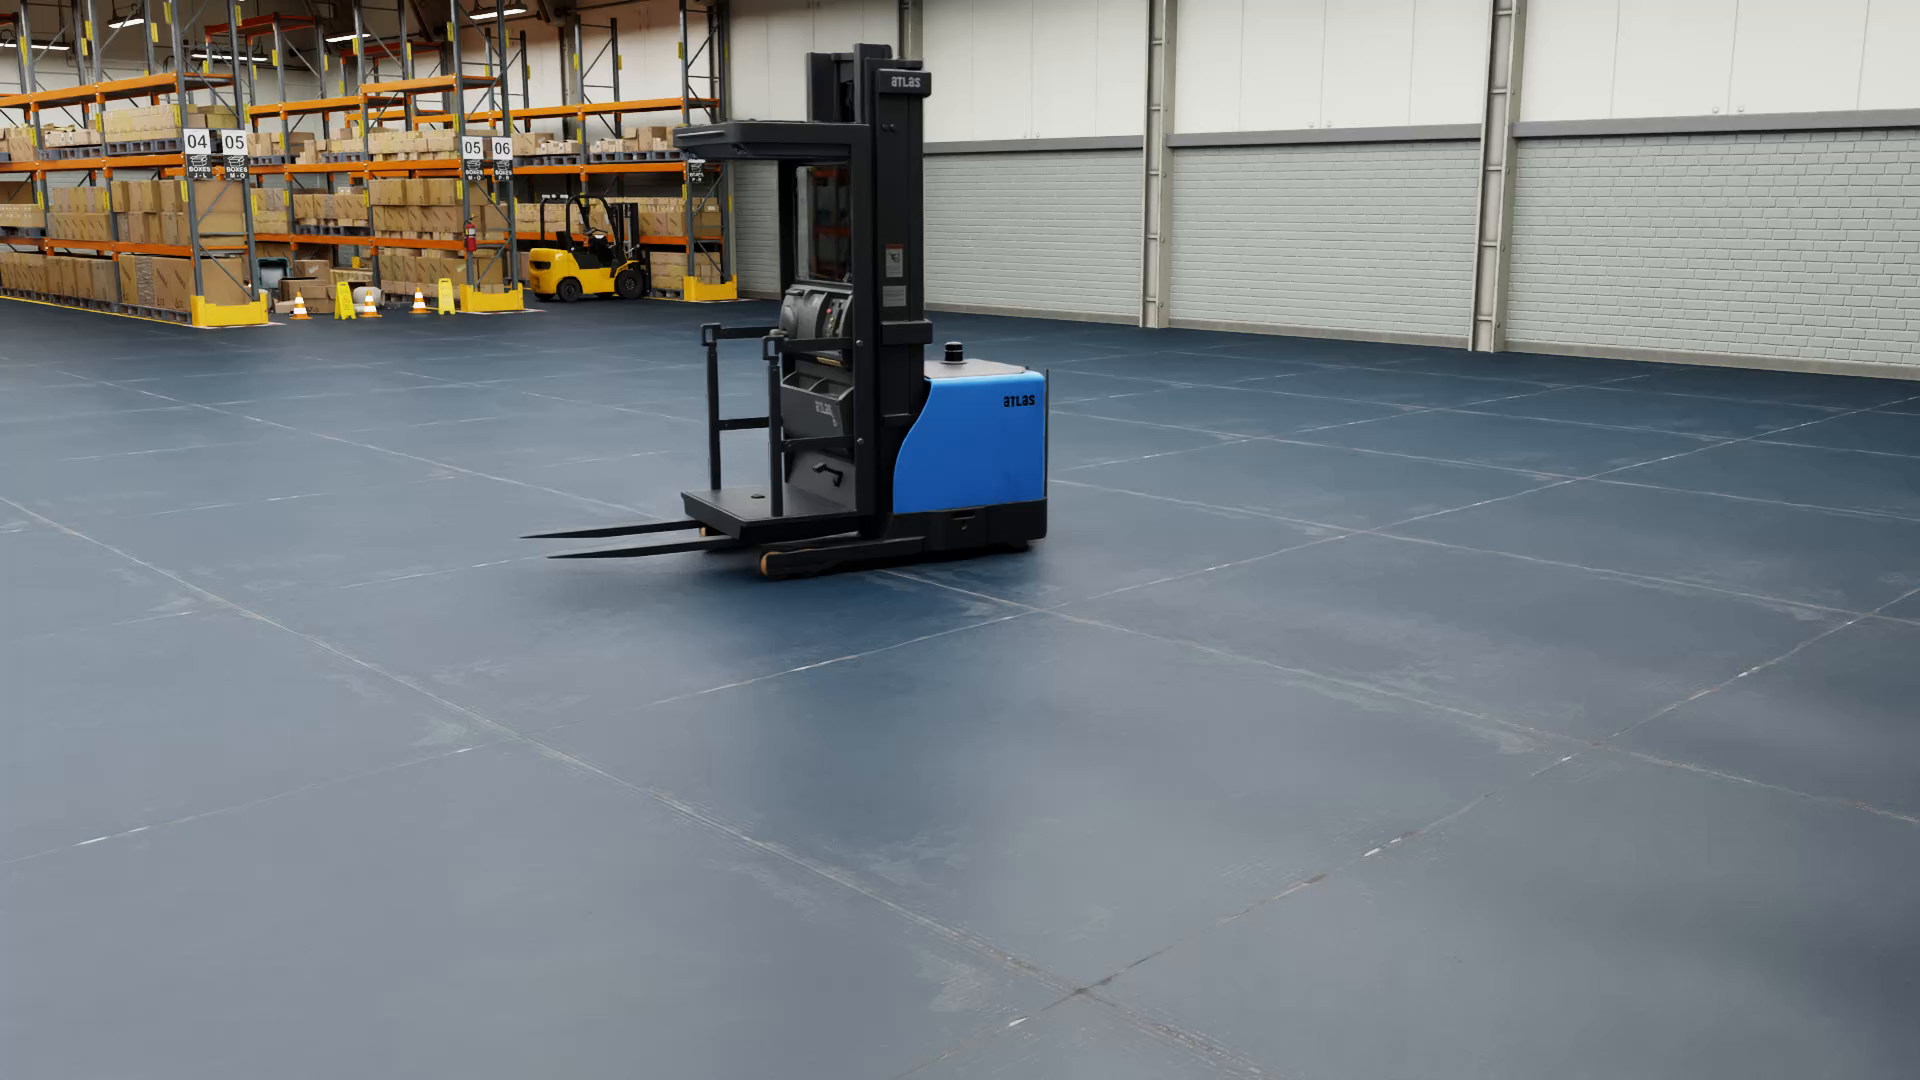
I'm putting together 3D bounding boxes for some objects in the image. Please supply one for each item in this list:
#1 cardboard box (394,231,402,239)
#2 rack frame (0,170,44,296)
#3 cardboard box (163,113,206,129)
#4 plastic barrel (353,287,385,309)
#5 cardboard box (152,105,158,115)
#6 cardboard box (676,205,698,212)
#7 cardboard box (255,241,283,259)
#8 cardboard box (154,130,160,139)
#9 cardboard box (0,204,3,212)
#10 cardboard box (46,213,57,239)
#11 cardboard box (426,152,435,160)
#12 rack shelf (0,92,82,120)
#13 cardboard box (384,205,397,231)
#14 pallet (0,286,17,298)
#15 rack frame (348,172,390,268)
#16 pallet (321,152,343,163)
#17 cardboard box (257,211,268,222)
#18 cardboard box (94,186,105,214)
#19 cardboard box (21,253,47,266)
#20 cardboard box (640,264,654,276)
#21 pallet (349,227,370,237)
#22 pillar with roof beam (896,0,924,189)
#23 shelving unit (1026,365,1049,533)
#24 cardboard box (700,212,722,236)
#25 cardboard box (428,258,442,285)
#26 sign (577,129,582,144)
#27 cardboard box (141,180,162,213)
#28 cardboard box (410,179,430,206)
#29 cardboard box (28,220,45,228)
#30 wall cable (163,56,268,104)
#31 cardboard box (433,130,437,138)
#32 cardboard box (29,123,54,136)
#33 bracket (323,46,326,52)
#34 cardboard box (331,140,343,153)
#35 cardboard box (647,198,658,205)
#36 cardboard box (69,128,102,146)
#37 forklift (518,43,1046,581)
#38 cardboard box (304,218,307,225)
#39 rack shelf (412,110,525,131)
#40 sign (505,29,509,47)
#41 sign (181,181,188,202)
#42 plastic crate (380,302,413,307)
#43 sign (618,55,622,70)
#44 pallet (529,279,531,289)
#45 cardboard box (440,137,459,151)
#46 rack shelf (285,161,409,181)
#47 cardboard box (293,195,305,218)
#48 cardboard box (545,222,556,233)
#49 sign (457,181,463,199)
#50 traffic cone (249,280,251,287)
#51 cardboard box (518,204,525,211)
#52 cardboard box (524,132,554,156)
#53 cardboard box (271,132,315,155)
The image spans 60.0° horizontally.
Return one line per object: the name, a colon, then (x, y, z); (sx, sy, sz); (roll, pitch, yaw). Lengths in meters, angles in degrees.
cardboard box: (-11.043, -6.088, 33.153); (0.380, 0.149, 0.250); (-10, 15, -41)
rack frame: (-20.627, -6.870, 36.325); (1.000, 3.000, 0.127); (-11, 16, -43)
cardboard box: (-12.880, -6.947, 27.612); (0.500, 0.250, 0.500); (-11, 16, -42)
plastic barrel: (-11.351, -4.652, 31.943); (0.512, 0.421, 0.421); (-1, 12, -4)
cardboard box: (-13.346, -7.224, 27.965); (0.380, 0.149, 0.250); (-11, 16, -42)
cardboard box: (-5.684, -6.894, 34.584); (0.380, 0.149, 0.250); (-11, 16, -42)
cardboard box: (-16.001, -6.530, 38.897); (0.875, 0.875, 0.875); (-10, 15, -41)
cardboard box: (-13.340, -6.832, 28.041); (0.380, 0.149, 0.250); (-11, 16, -42)
cardboard box: (-19.968, -6.971, 34.921); (0.380, 0.149, 0.250); (-11, 16, -43)
cardboard box: (-17.750, -6.232, 32.981); (0.500, 0.500, 0.500); (-11, 16, -42)
cardboard box: (-9.966, -7.334, 31.764); (0.380, 0.149, 0.250); (-11, 16, -43)
rack shelf: (-19.246, -8.968, 34.416); (1.077, 0.370, 4.000); (-11, 16, -43)
cardboard box: (-11.126, -6.429, 33.197); (0.500, 0.500, 0.500); (-11, 16, -43)
pallet: (-20.088, -5.391, 36.056); (1.003, 0.211, 1.213); (-11, 16, -43)
rack frame: (-16.292, -8.851, 45.938); (1.000, 3.000, 0.127); (-11, 16, -43)
pallet: (-12.660, -8.040, 35.036); (1.213, 0.211, 1.003); (-11, 16, -43)
cardboard box: (-15.598, -7.344, 37.756); (0.500, 0.250, 0.500); (11, 16, 44)
cardboard box: (-15.806, -6.388, 31.258); (0.700, 0.500, 0.500); (-11, 16, -43)
cardboard box: (-19.223, -5.847, 34.654); (0.500, 0.250, 0.500); (-10, 16, -41)
cardboard box: (-6.515, -5.794, 35.636); (0.500, 0.250, 0.500); (-11, 16, -44)
pallet: (-12.015, -6.445, 34.737); (1.003, 0.211, 1.213); (-11, 16, -43)
pillar with roof beam: (-4.041, -8.206, 27.939); (9.100, 9.000, 0.400); (-11, 16, -43)
shelving unit: (0.407, -0.569, 10.573); (0.215, 1.050, 0.252); (-6, 13, -28)
cardboard box: (-5.383, -6.676, 35.133); (0.500, 0.500, 0.500); (-10, 15, -41)
cardboard box: (-9.934, -5.206, 32.162); (0.500, 0.500, 0.500); (-10, 15, -40)
sign: (-8.390, -8.899, 36.677); (0.100, 0.325, 0.005); (-11, 16, -43)
cardboard box: (-13.763, -6.008, 29.092); (0.875, 0.550, 0.500); (-11, 16, -43)
cardboard box: (-10.111, -6.687, 31.972); (0.700, 0.500, 0.500); (-11, 16, -43)
cardboard box: (-18.538, -6.377, 33.513); (0.380, 0.149, 0.250); (-11, 16, -42)
wall cable: (-21.424, -12.393, 48.172); (2.988, 3.039, 0.133); (-11, 16, -43)
cardboard box: (-9.754, -7.690, 31.518); (0.380, 0.149, 0.250); (-11, 16, -42)
cardboard box: (-18.332, -8.202, 33.212); (0.396, 0.266, 0.258); (-11, 16, -43)
bracket: (-18.045, -14.082, 47.543); (0.235, 0.232, 0.430); (-11, 16, -43)
cardboard box: (-12.797, -8.223, 34.787); (0.500, 0.250, 0.500); (-11, 16, -42)
cardboard box: (-6.413, -7.186, 35.266); (0.380, 0.149, 0.250); (-10, 16, -41)
cardboard box: (-16.472, -7.608, 31.404); (0.500, 0.311, 0.500); (11, 16, 43)
forklift: (-1.020, -1.330, 9.602); (3.031, 2.935, 1.130); (-6, 13, -28)
cardboard box: (-14.093, -6.954, 36.315); (0.250, 0.149, 0.380); (11, 16, 42)
rack shelf: (-12.148, -10.365, 41.195); (1.077, 0.370, 4.000); (-11, 16, -43)
sign: (-8.437, -9.334, 30.903); (0.100, 0.325, 0.005); (-11, 16, -43)
sign: (-12.742, -5.729, 27.326); (0.100, 0.325, 0.005); (-11, 16, -43)
plastic crate: (-11.101, -4.634, 32.705); (0.583, 0.080, 0.402); (6, 13, 26)
sign: (-7.586, -10.647, 37.080); (0.100, 0.325, 0.005); (-11, 16, -43)
pallet: (-9.388, -6.014, 39.079); (1.003, 0.211, 1.213); (-11, 16, -43)
cardboard box: (-9.378, -7.402, 31.107); (0.500, 0.250, 0.500); (-11, 16, -43)
rack shelf: (-12.973, -7.816, 35.264); (1.077, 0.370, 4.000); (-11, 16, -43)
cardboard box: (-14.211, -7.293, 36.353); (0.500, 0.500, 0.500); (11, 16, 44)
cardboard box: (-9.214, -7.213, 38.357); (0.500, 0.250, 0.500); (-11, 16, -42)
sign: (-9.245, -6.471, 30.734); (0.100, 0.325, 0.005); (-11, 16, -43)
traffic cone: (-14.384, -5.054, 33.794); (0.336, 0.463, 0.334); (-11, 16, -43)
cardboard box: (-10.189, -7.853, 39.241); (0.380, 0.149, 0.250); (-11, 16, -42)
cardboard box: (-9.740, -9.168, 38.507); (0.500, 0.500, 0.500); (-10, 16, -41)
cardboard box: (-14.724, -8.750, 36.720); (0.637, 0.503, 0.797); (11, 16, 42)
